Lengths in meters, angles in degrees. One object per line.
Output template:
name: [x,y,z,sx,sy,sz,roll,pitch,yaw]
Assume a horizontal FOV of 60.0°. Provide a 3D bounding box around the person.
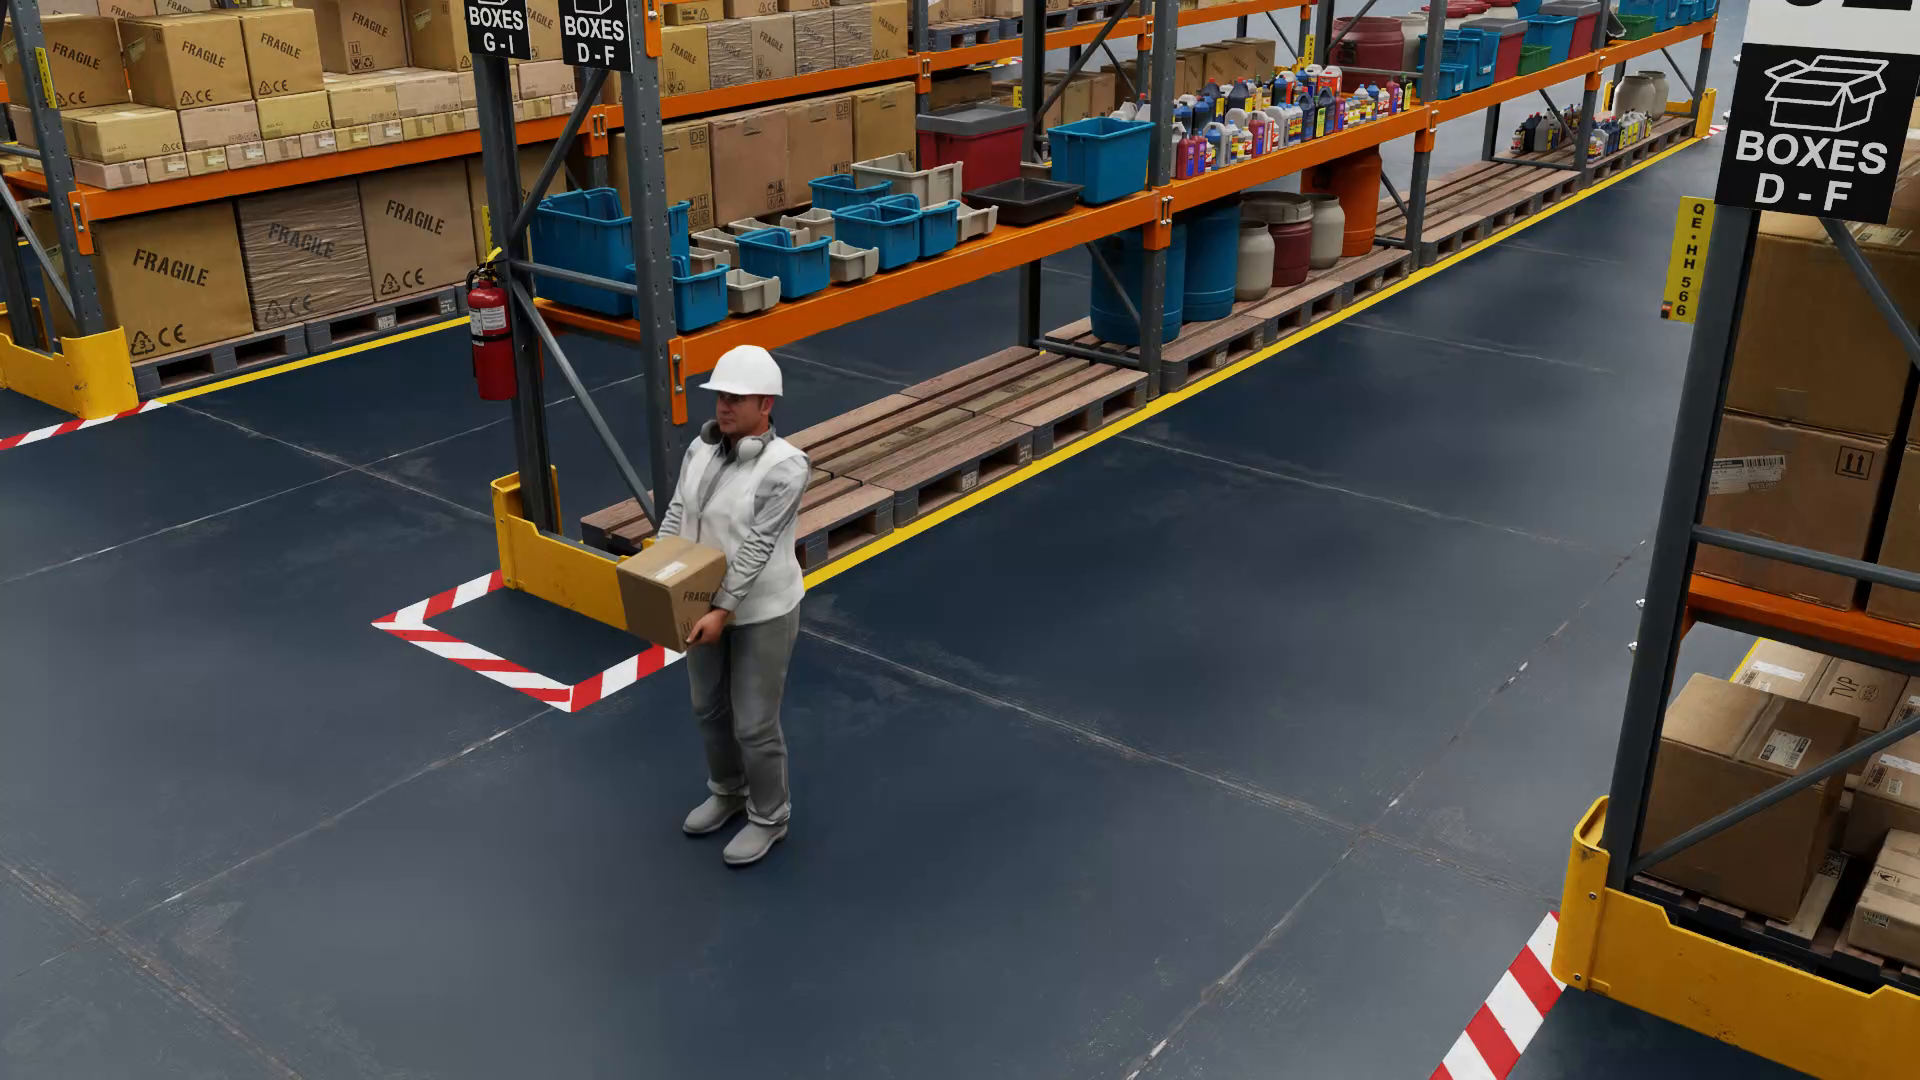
person: [-0.779,0.243,5.514,0.494,1.763,0.549,17,29,34]
